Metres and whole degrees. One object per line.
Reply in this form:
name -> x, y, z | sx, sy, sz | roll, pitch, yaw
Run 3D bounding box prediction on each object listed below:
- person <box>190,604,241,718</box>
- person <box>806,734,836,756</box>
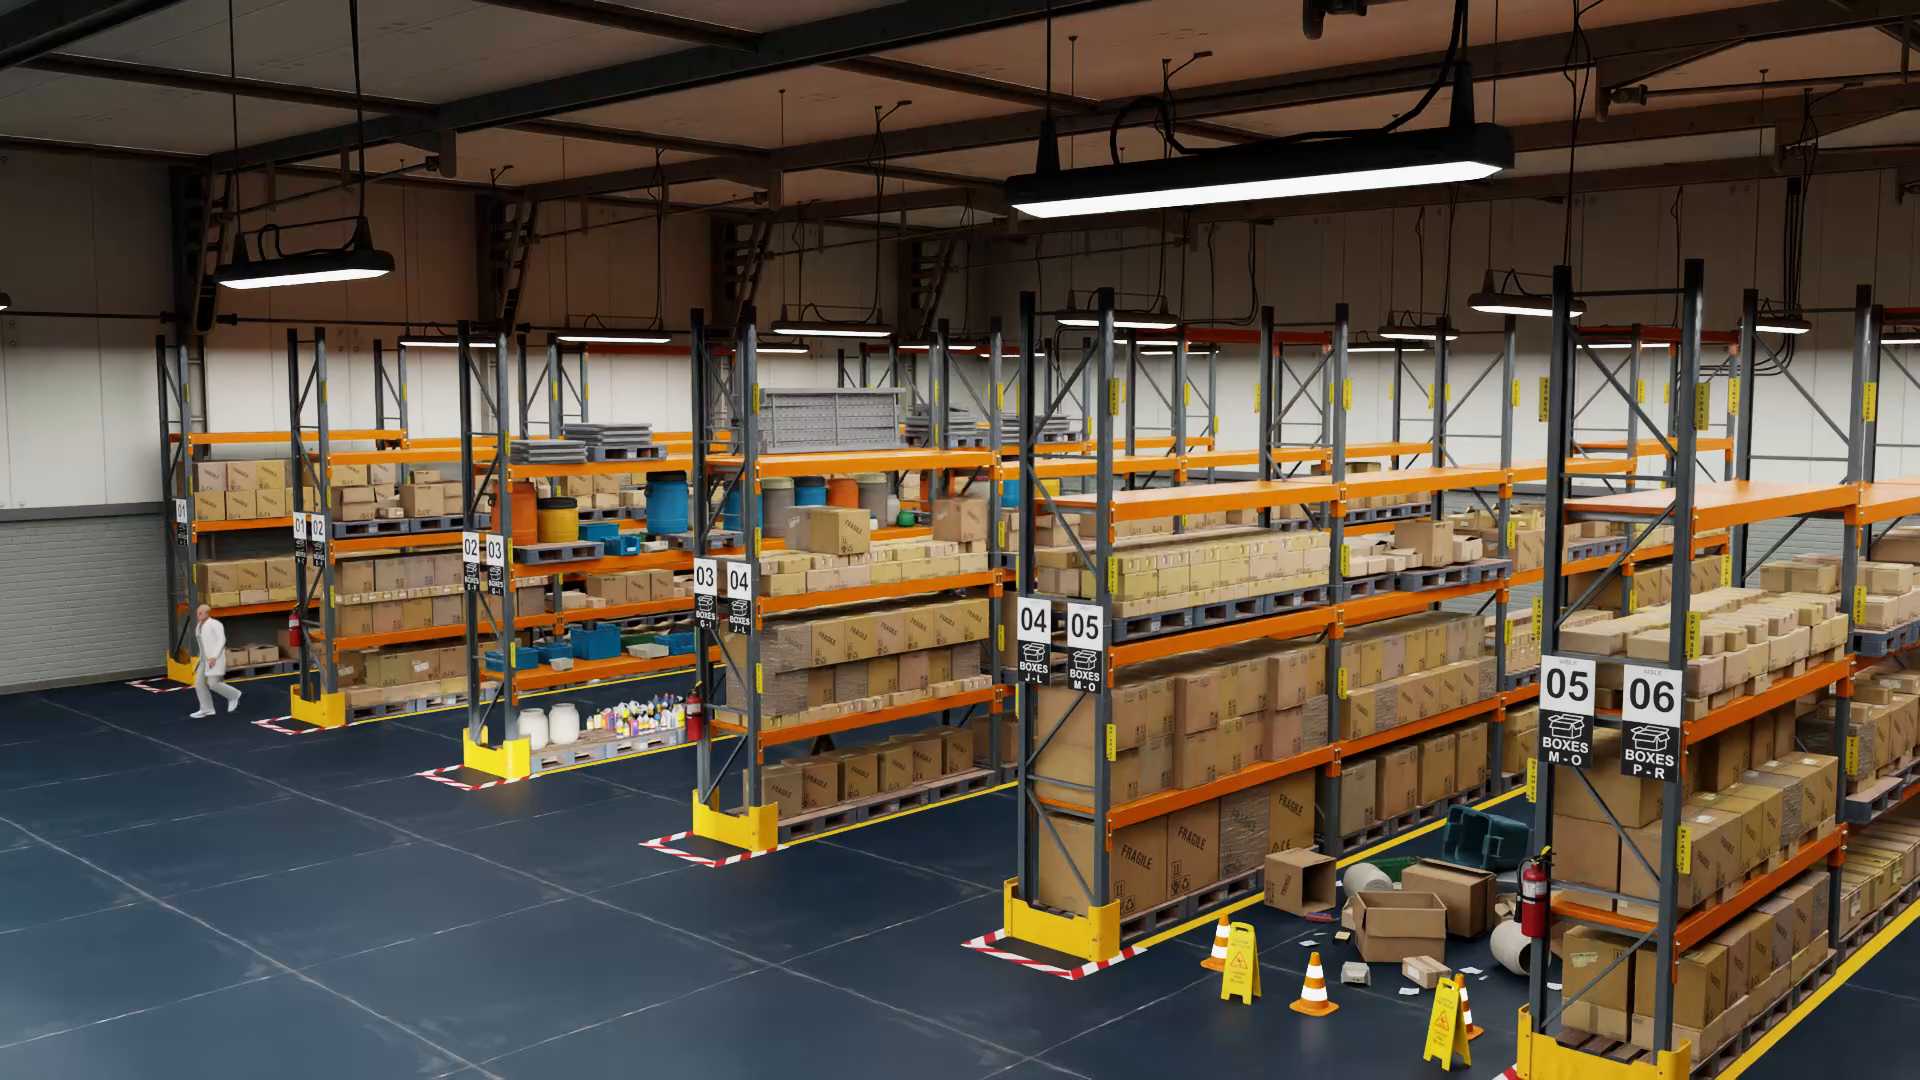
person -> -11.623, 1.969, 25.931 | 0.673, 1.556, 0.725 | 3, 6, 32
person -> -1.883, 2.217, 22.086 | 0.596, 1.721, 1.069 | 3, 6, 29
